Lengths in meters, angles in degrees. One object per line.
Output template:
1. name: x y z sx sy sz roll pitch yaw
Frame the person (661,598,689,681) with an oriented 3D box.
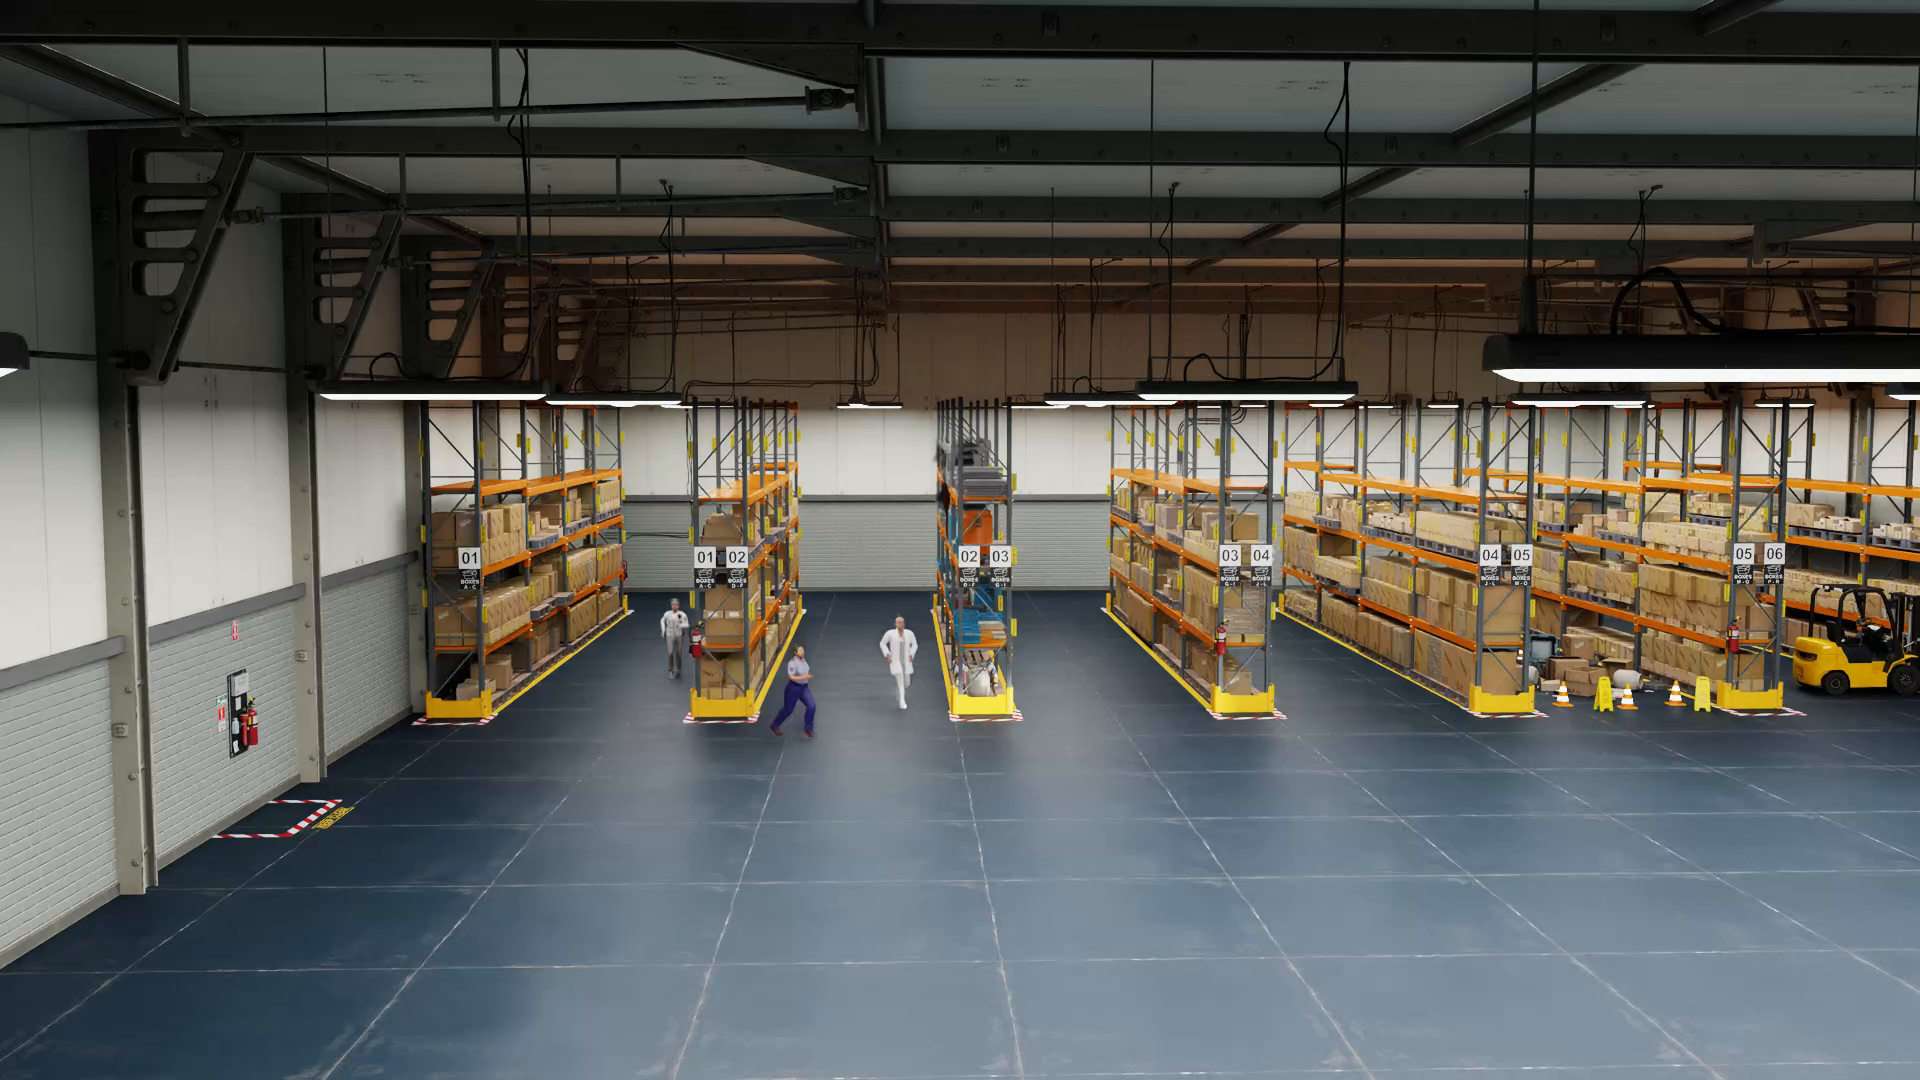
1. person: -6.125 2.117 35.736 0.584 1.753 0.749 -1 4 -10

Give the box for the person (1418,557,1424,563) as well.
1. person: 13.676 1.034 49.275 0.834 1.790 0.690 1 4 9

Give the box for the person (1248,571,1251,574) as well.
1. person: 7.903 1.137 47.920 0.951 1.731 0.724 -3 5 -36

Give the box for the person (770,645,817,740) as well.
1. person: -2.885 2.663 29.122 0.882 1.697 0.611 3 5 32

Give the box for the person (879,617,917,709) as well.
1. person: -1.179 2.359 32.204 0.733 1.753 0.719 -1 5 -18
